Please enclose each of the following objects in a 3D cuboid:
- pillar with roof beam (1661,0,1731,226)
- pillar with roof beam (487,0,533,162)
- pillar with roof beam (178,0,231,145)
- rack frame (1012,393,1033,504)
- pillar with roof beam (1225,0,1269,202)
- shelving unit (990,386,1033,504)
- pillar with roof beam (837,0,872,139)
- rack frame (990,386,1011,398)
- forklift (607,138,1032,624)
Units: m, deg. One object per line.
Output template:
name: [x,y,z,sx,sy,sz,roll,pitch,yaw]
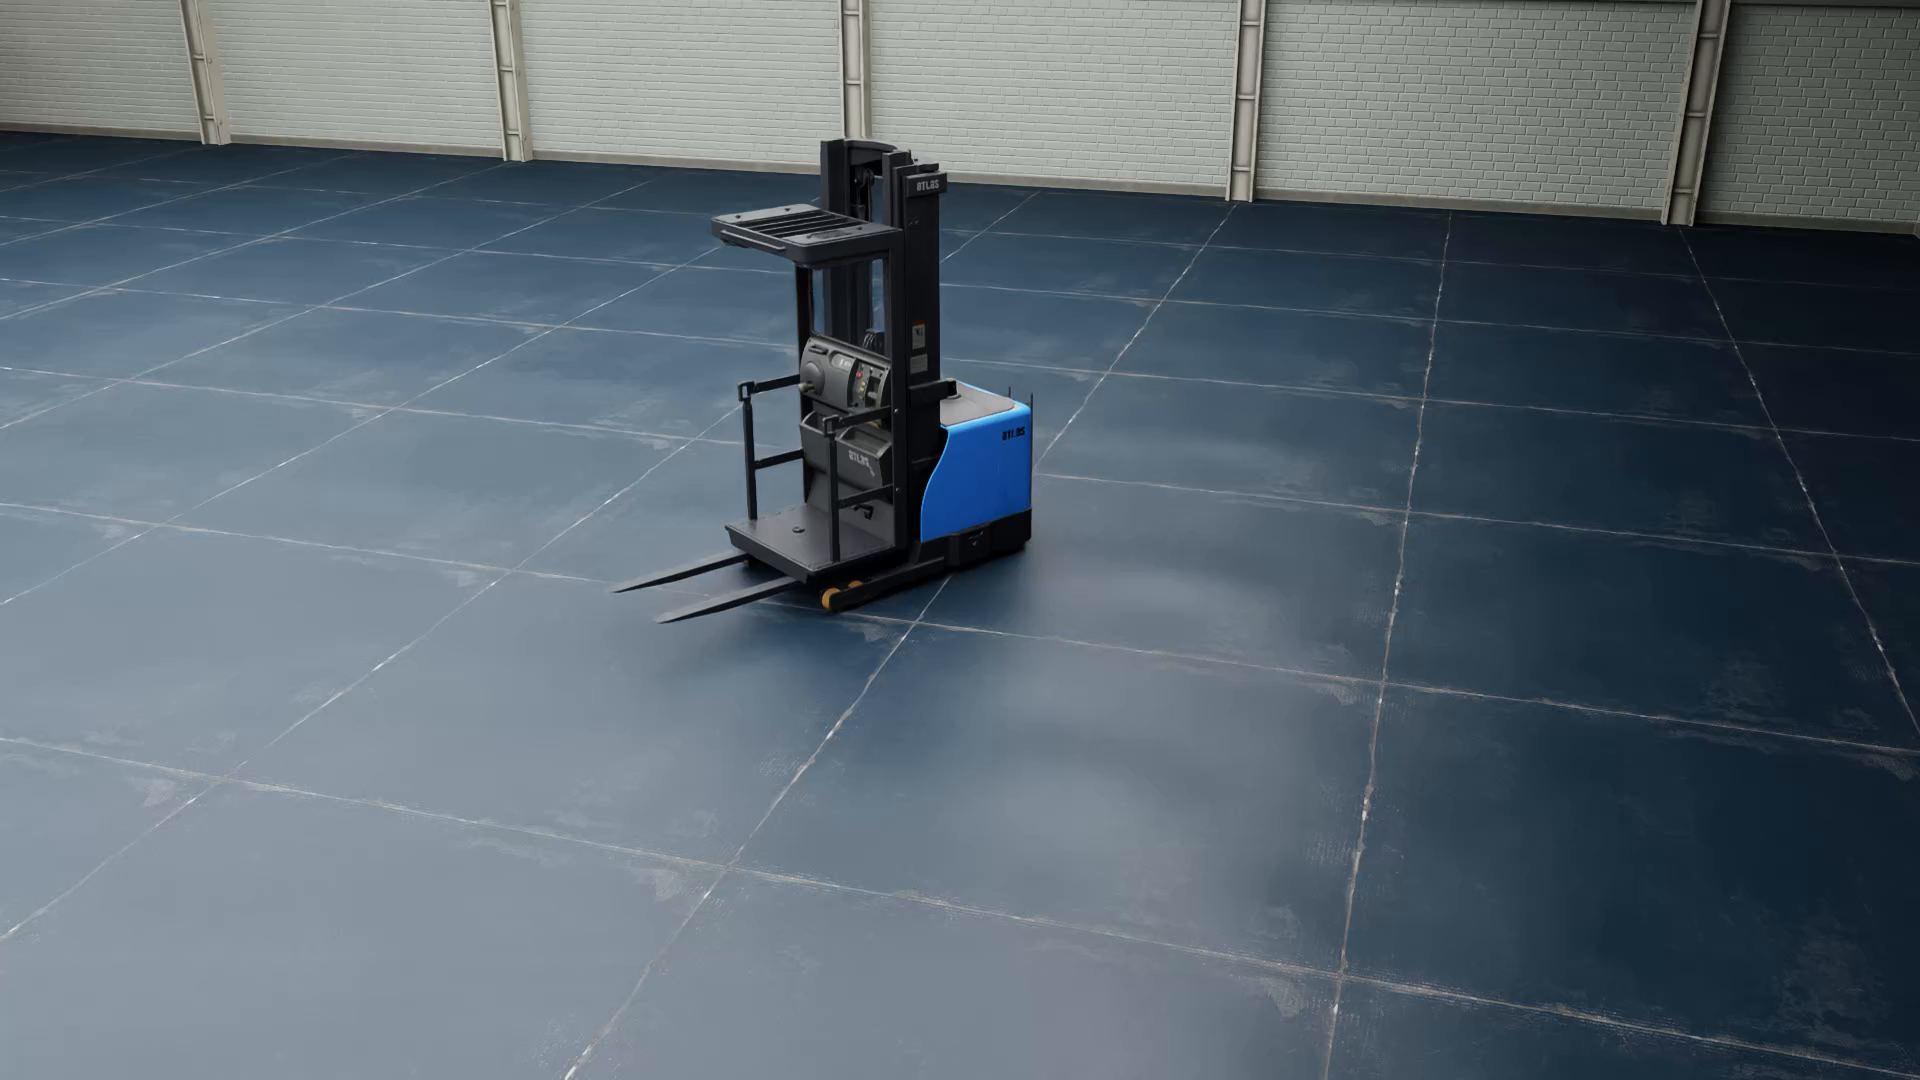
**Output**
pillar with roof beam: [8.634,-6.965,17.393,0.400,9.000,9.100,7,23,16]
pillar with roof beam: [-8.599,-8.939,22.204,0.400,9.000,9.100,7,23,16]
pillar with roof beam: [-14.343,-9.596,23.807,0.400,9.000,9.100,7,23,16]
rack frame: [0.454,-0.560,12.251,0.200,1.050,0.008,-18,28,-37]
pillar with roof beam: [2.890,-7.623,18.997,0.400,9.000,9.100,7,23,16]
shelving unit: [0.374,-0.595,12.337,0.215,1.050,0.252,-18,28,-37]
pillar with roof beam: [-2.855,-8.281,20.600,0.400,9.000,9.100,7,23,16]
rack frame: [0.295,-0.630,12.423,0.200,1.050,0.008,-18,28,-37]
forklift: [-0.937,-1.094,11.074,3.031,2.935,1.130,-17,28,-36]
